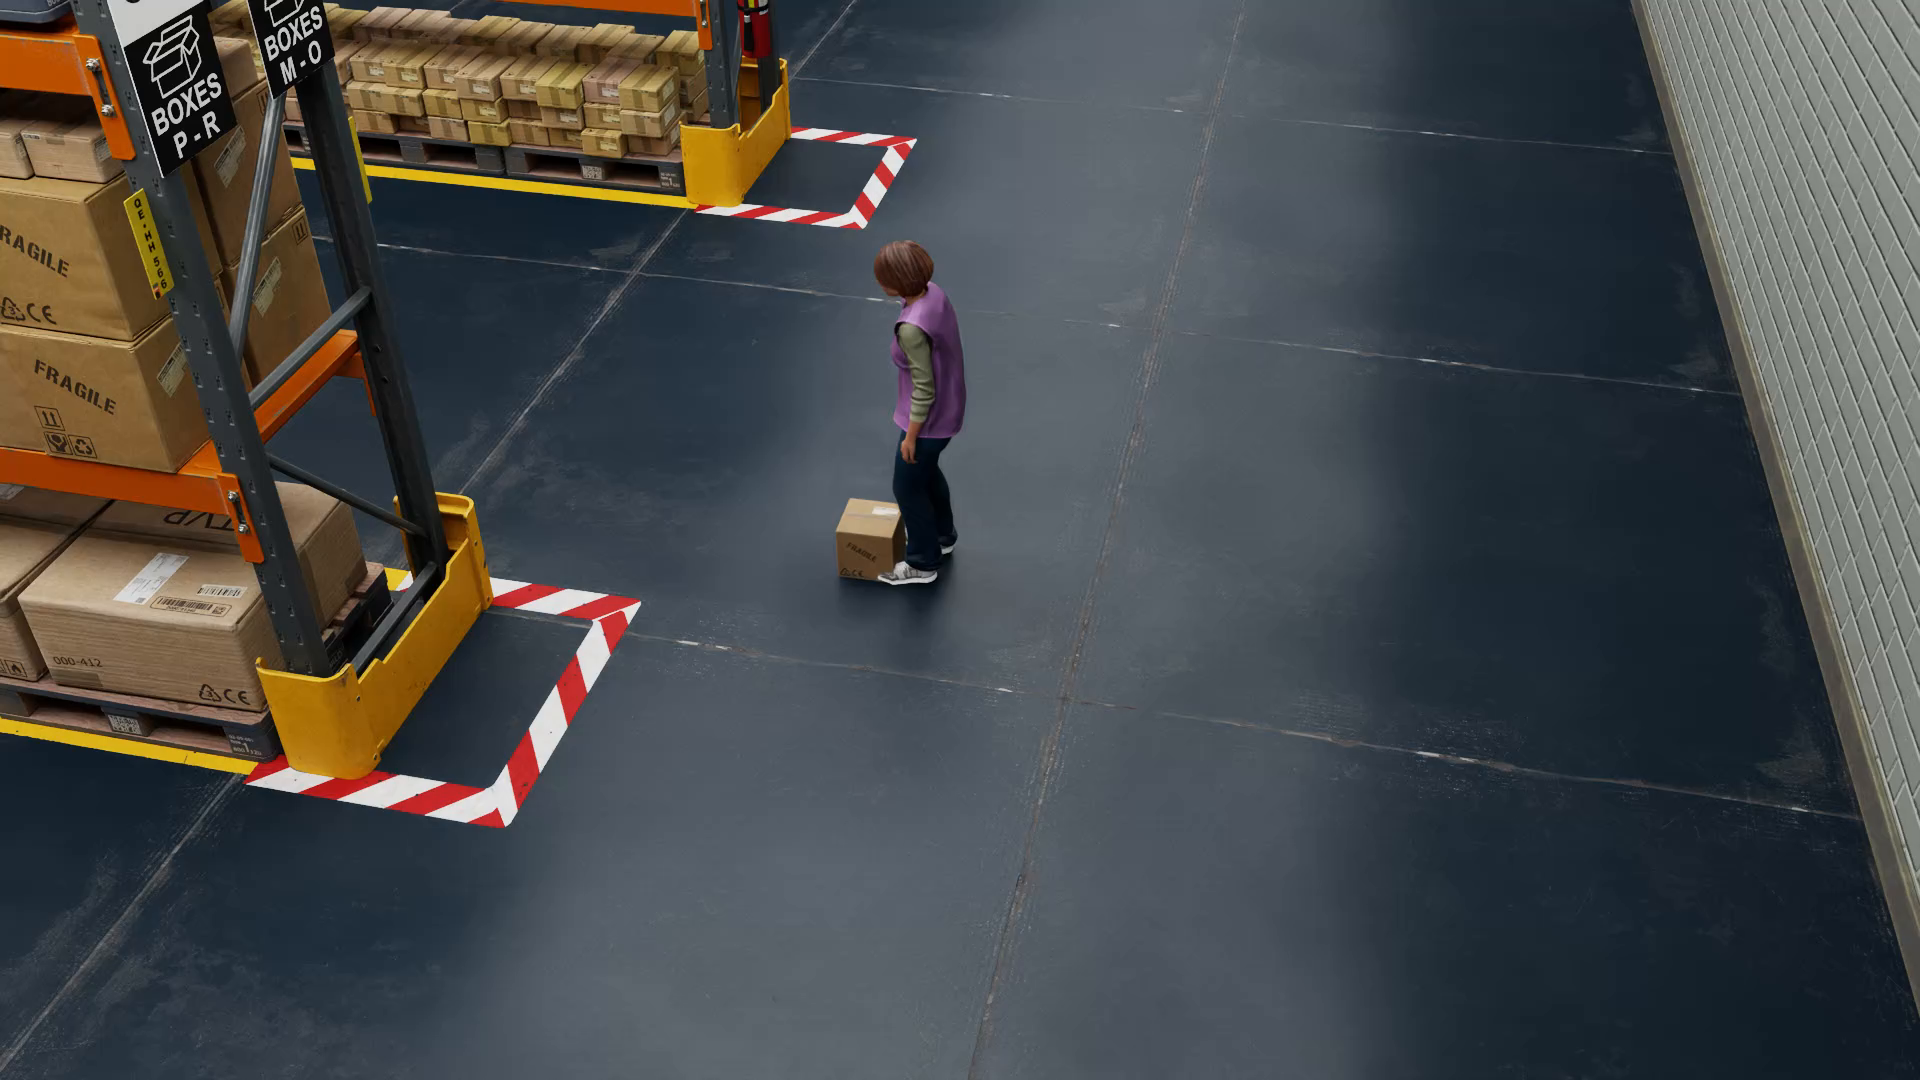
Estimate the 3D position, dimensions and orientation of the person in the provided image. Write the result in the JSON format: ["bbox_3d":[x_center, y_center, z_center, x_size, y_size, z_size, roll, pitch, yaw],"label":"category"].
[{"bbox_3d":[-0.168,-0.510,6.835,0.377,1.590,0.474,6,37,7],"label":"person"}]
